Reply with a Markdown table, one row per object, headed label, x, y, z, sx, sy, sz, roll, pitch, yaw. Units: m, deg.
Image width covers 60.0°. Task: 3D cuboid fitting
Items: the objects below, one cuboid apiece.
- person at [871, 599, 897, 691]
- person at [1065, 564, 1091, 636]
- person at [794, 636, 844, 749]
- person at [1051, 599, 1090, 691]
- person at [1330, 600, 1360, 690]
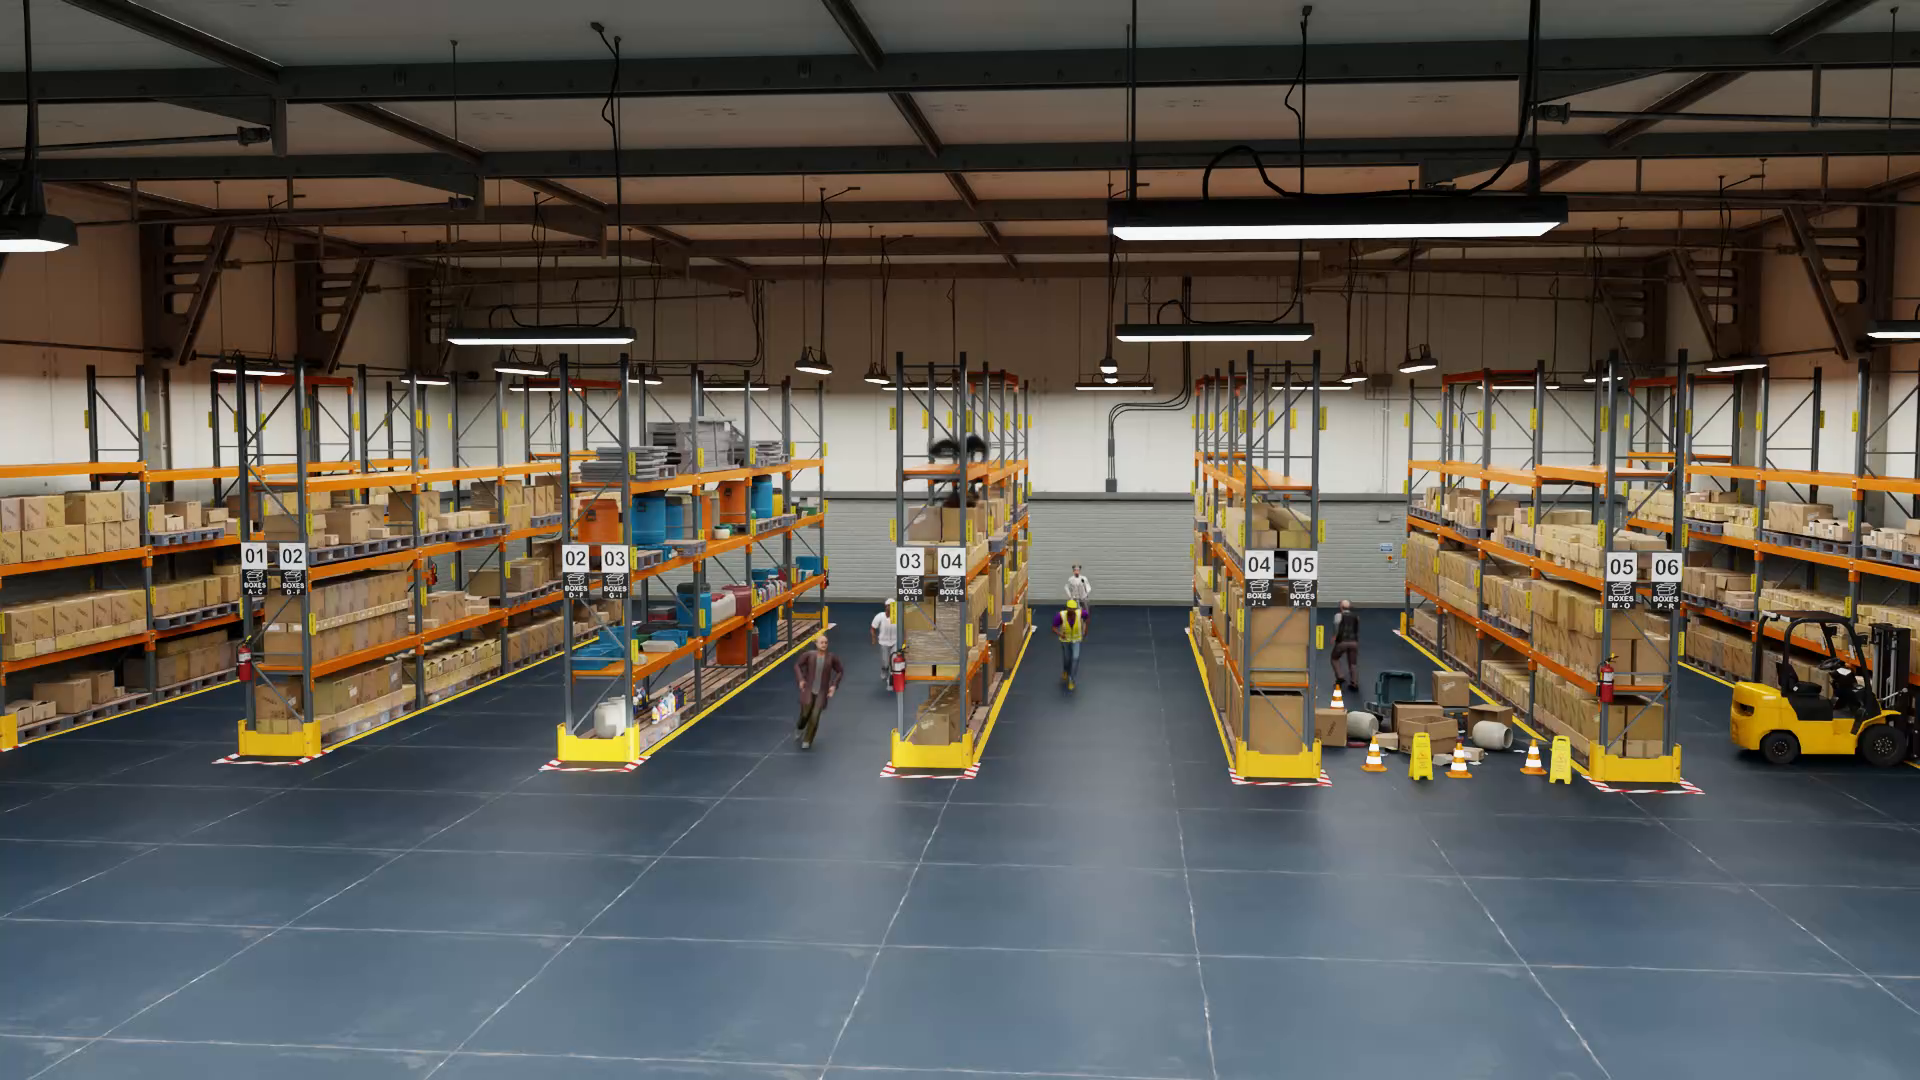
| label | x | y | z | sx | sy | sz | roll | pitch | yaw |
| --- | --- | --- | --- | --- | --- | --- | --- | --- | --- |
| person | -1.312 | 1.942 | 31.217 | 0.715 | 1.718 | 0.643 | -1 | 4 | -8 |
| person | 2.788 | 1.396 | 39.290 | 0.609 | 1.659 | 0.785 | 0 | 4 | -3 |
| person | -2.176 | 2.325 | 25.677 | 0.766 | 1.729 | 0.622 | 0 | 4 | -6 |
| person | 2.081 | 1.943 | 31.473 | 0.743 | 1.717 | 1.045 | 0 | 4 | -5 |
| person | 7.235 | 1.963 | 31.198 | 0.644 | 1.635 | 0.934 | -1 | 4 | -7 |
